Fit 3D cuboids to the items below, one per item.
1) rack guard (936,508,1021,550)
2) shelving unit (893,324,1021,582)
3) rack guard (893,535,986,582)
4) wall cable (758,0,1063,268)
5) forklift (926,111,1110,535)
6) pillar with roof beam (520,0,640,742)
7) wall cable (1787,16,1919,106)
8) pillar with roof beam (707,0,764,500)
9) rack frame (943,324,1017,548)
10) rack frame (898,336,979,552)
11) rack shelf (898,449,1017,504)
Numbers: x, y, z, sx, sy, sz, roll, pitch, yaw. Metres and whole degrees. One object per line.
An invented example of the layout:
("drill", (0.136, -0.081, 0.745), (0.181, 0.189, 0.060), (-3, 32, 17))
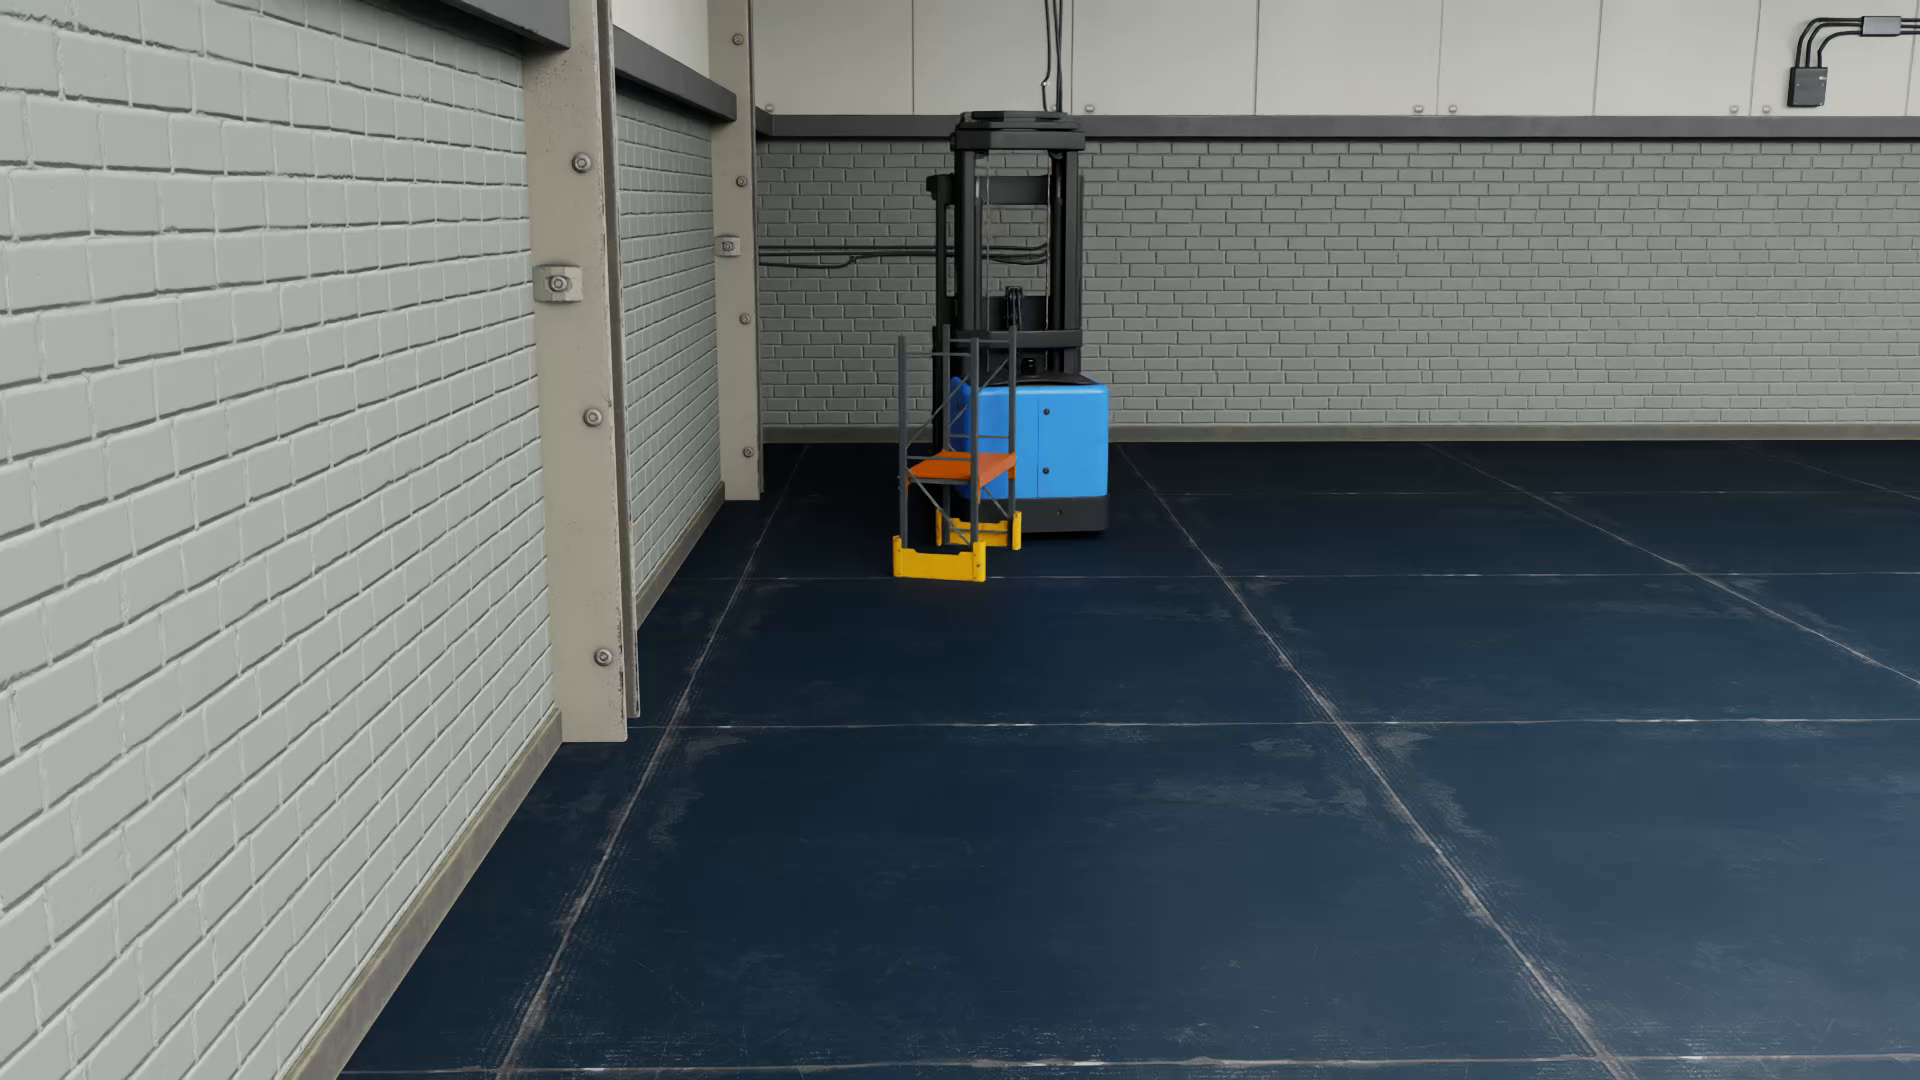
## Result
("rack guard", (0.124, -0.077, 11.308), (0.587, 0.250, 0.087), (3, 12, 15))
("shelving unit", (-0.004, -0.593, 10.712), (0.587, 1.500, 1.083), (3, 12, 15))
("rack guard", (-0.131, 0.115, 10.365), (0.587, 0.250, 0.087), (3, 12, 15))
("wall cable", (-0.478, -3.834, 15.634), (3.097, 2.526, 0.112), (0, 11, -1))
("forklift", (0.334, -1.716, 12.643), (1.130, 2.935, 3.031), (-2, 12, -7))
("pillar with roof beam", (2.689, -3.590, 6.620), (9.100, 9.000, 0.400), (0, 11, -1))
("wall cable", (9.013, -7.058, 15.164), (2.305, 6.003, 0.169), (0, 11, -1))
("pillar with roof beam", (2.565, -4.782, 12.499), (9.100, 9.000, 0.400), (0, 11, -1))
("rack frame", (0.129, -0.693, 11.202), (0.500, 1.500, 0.032), (3, 12, 15))
("rack frame", (-0.132, -0.497, 10.239), (0.500, 1.500, 0.032), (3, 12, 15))
("rack shelf", (-0.001, -0.419, 10.756), (0.538, 0.185, 1.000), (3, 12, 15))
